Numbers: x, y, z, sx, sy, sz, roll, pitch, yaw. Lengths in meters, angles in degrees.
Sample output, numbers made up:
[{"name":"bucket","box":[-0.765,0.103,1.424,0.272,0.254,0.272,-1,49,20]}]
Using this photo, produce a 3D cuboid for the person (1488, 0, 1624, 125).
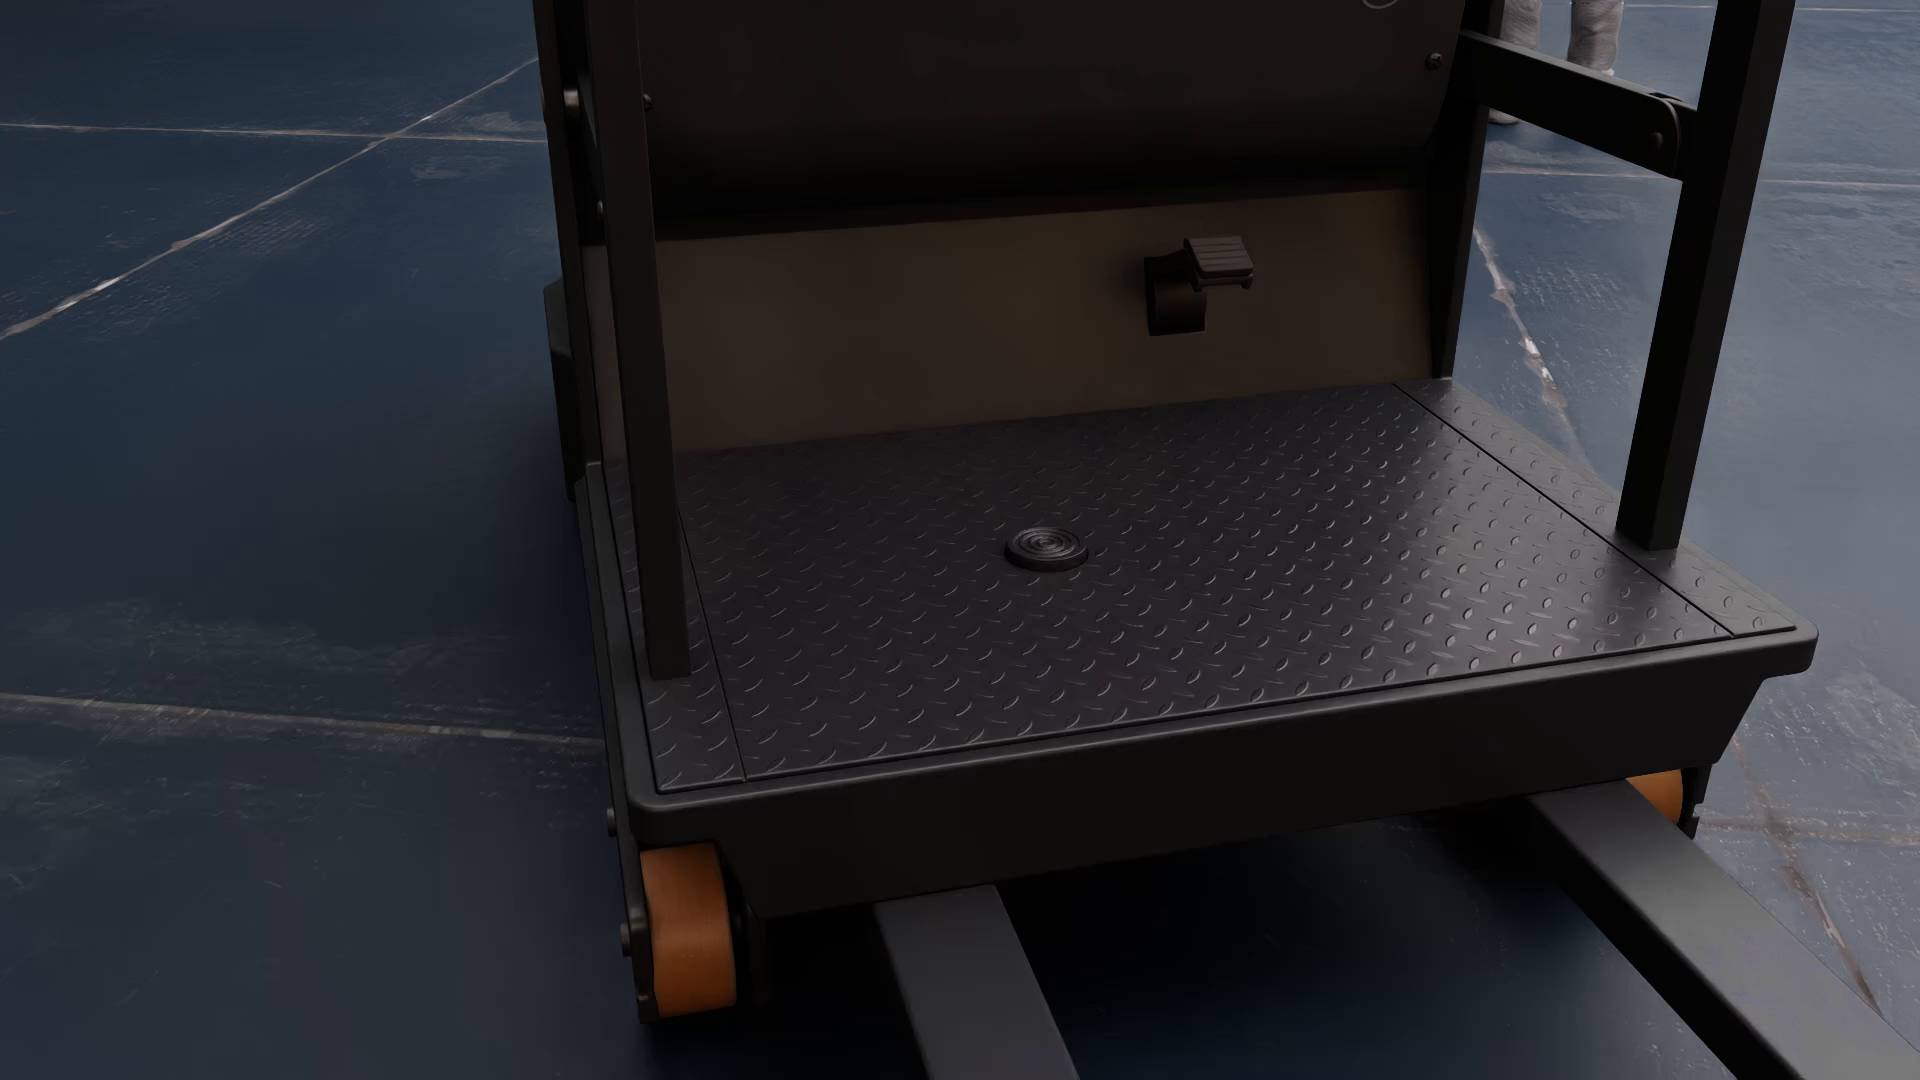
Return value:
[{"name":"person","box":[1.705,-2.076,4.673,0.620,1.783,0.535,3,27,7]}]

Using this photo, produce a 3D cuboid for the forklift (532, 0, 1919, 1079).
[{"name":"forklift","box":[0.153,-1.049,1.319,1.130,2.935,3.031,-7,27,-13]}]
